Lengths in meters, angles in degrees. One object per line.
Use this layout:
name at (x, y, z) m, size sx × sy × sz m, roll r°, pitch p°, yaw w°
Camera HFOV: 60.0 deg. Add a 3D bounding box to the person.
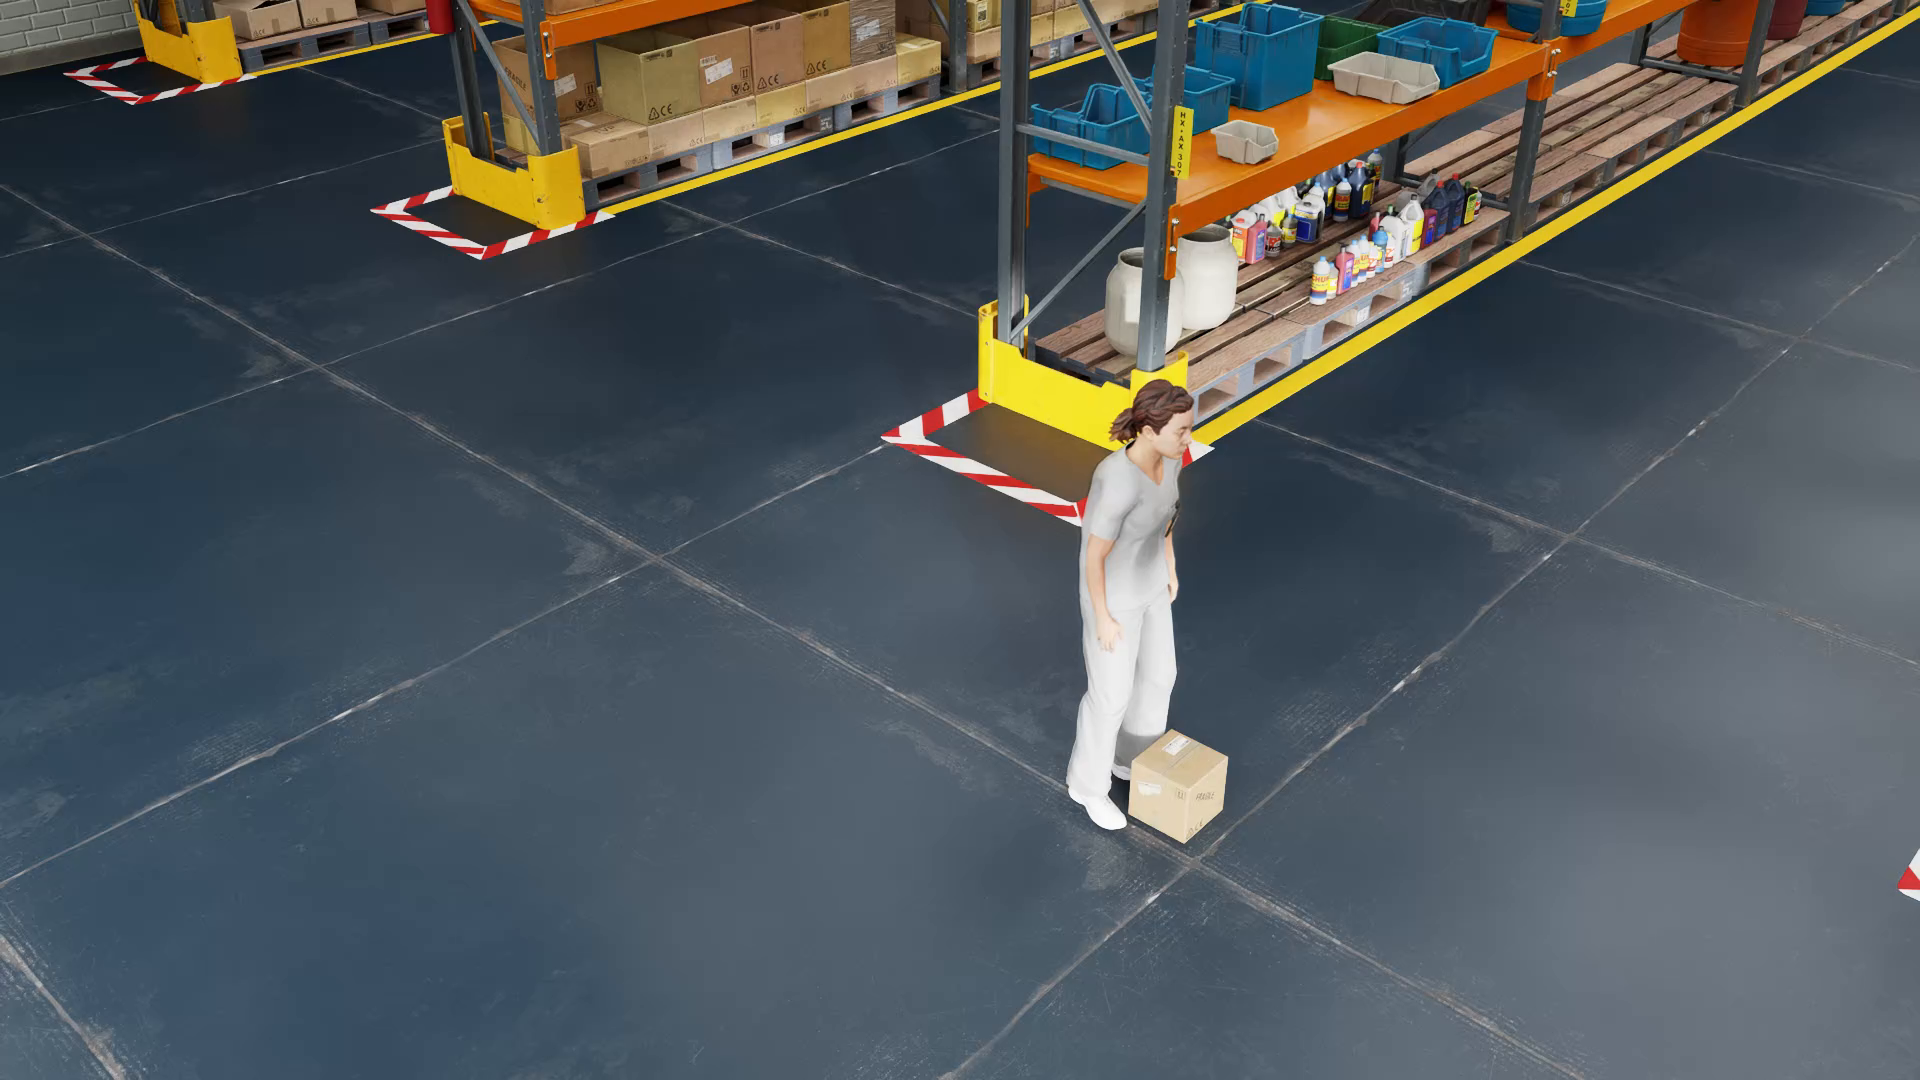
person at (0.624, 0.210, 5.794) m, size 0.416 × 1.671 × 0.513 m, roll 23°, pitch 38°, yaw 32°
